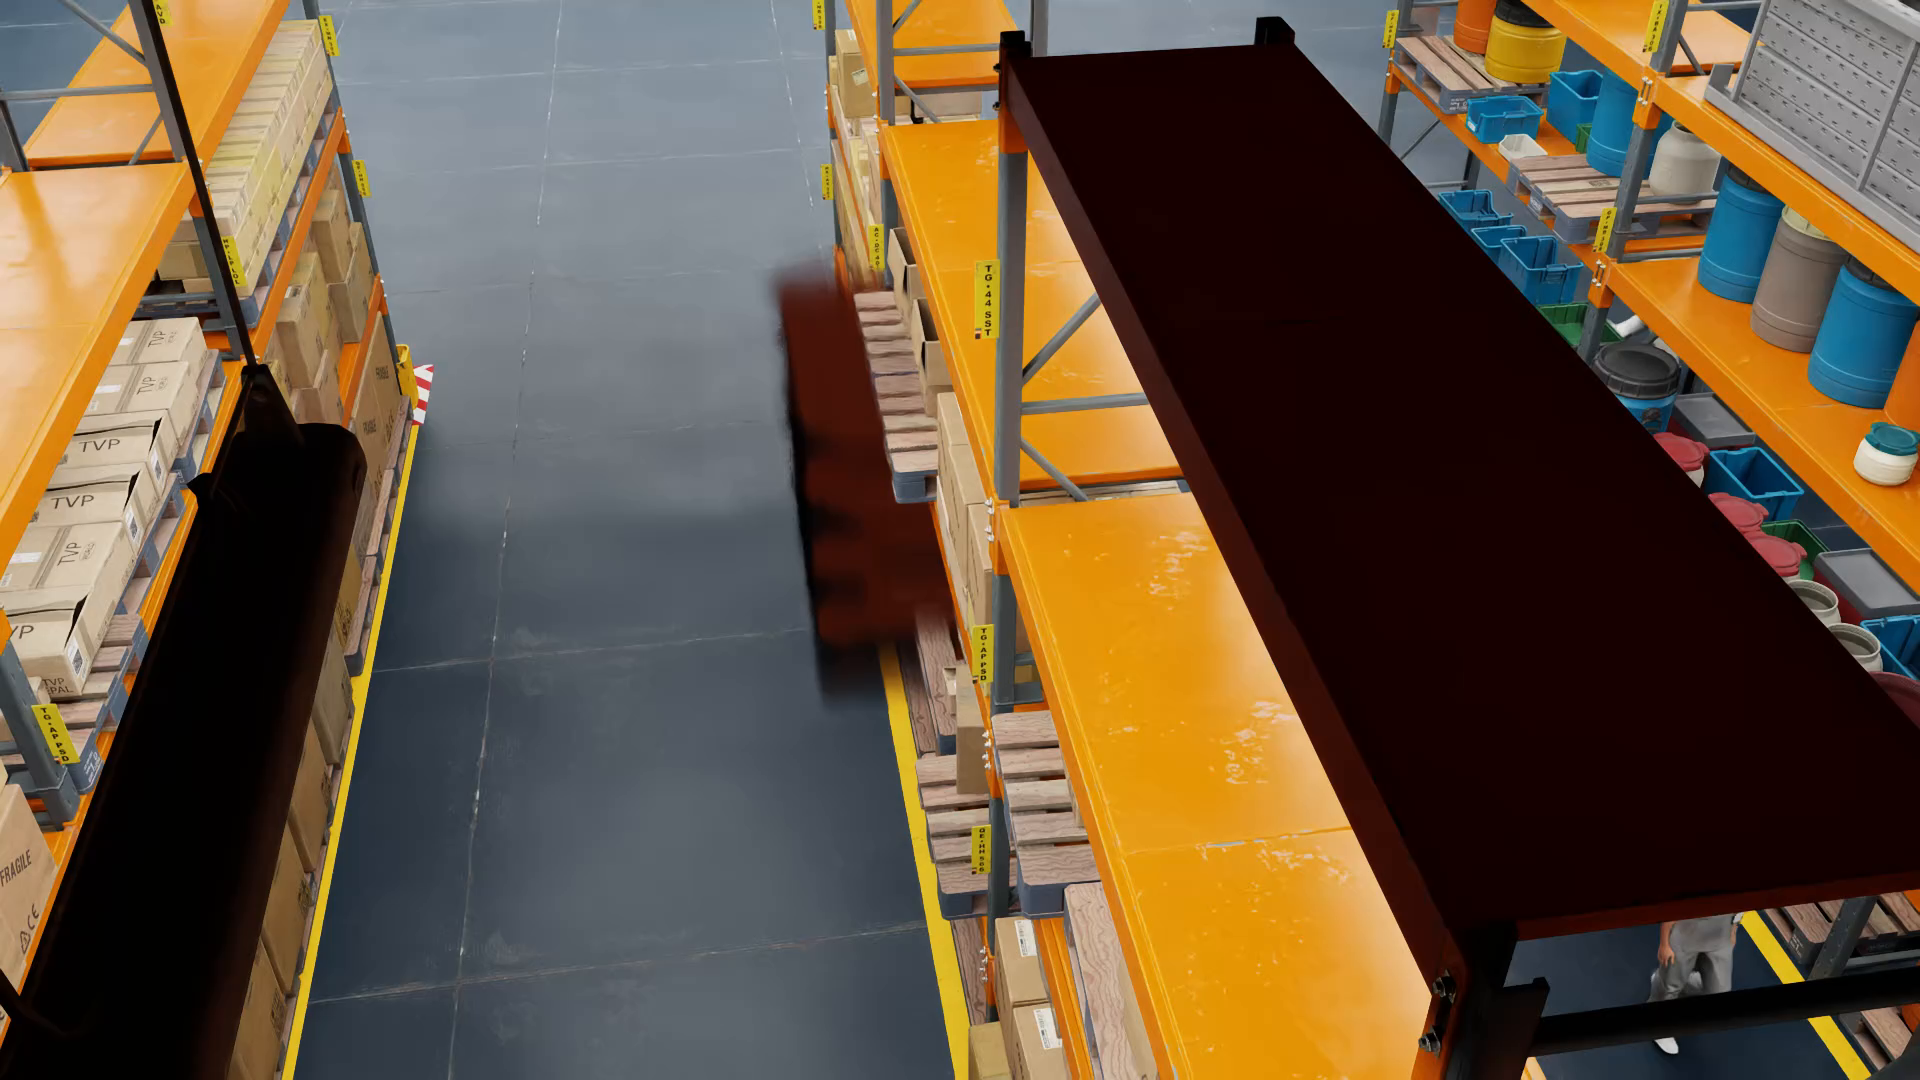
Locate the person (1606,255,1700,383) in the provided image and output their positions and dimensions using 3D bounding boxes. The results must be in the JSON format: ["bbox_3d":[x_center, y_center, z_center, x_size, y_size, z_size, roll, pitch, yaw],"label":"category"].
[{"bbox_3d":[6.352,-2.372,15.198,0.570,1.707,1.080,-25,43,-30],"label":"person"}]

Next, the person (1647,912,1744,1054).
[{"bbox_3d":[4.006,2.150,9.102,0.481,1.668,0.463,-3,36,-4],"label":"person"}]
